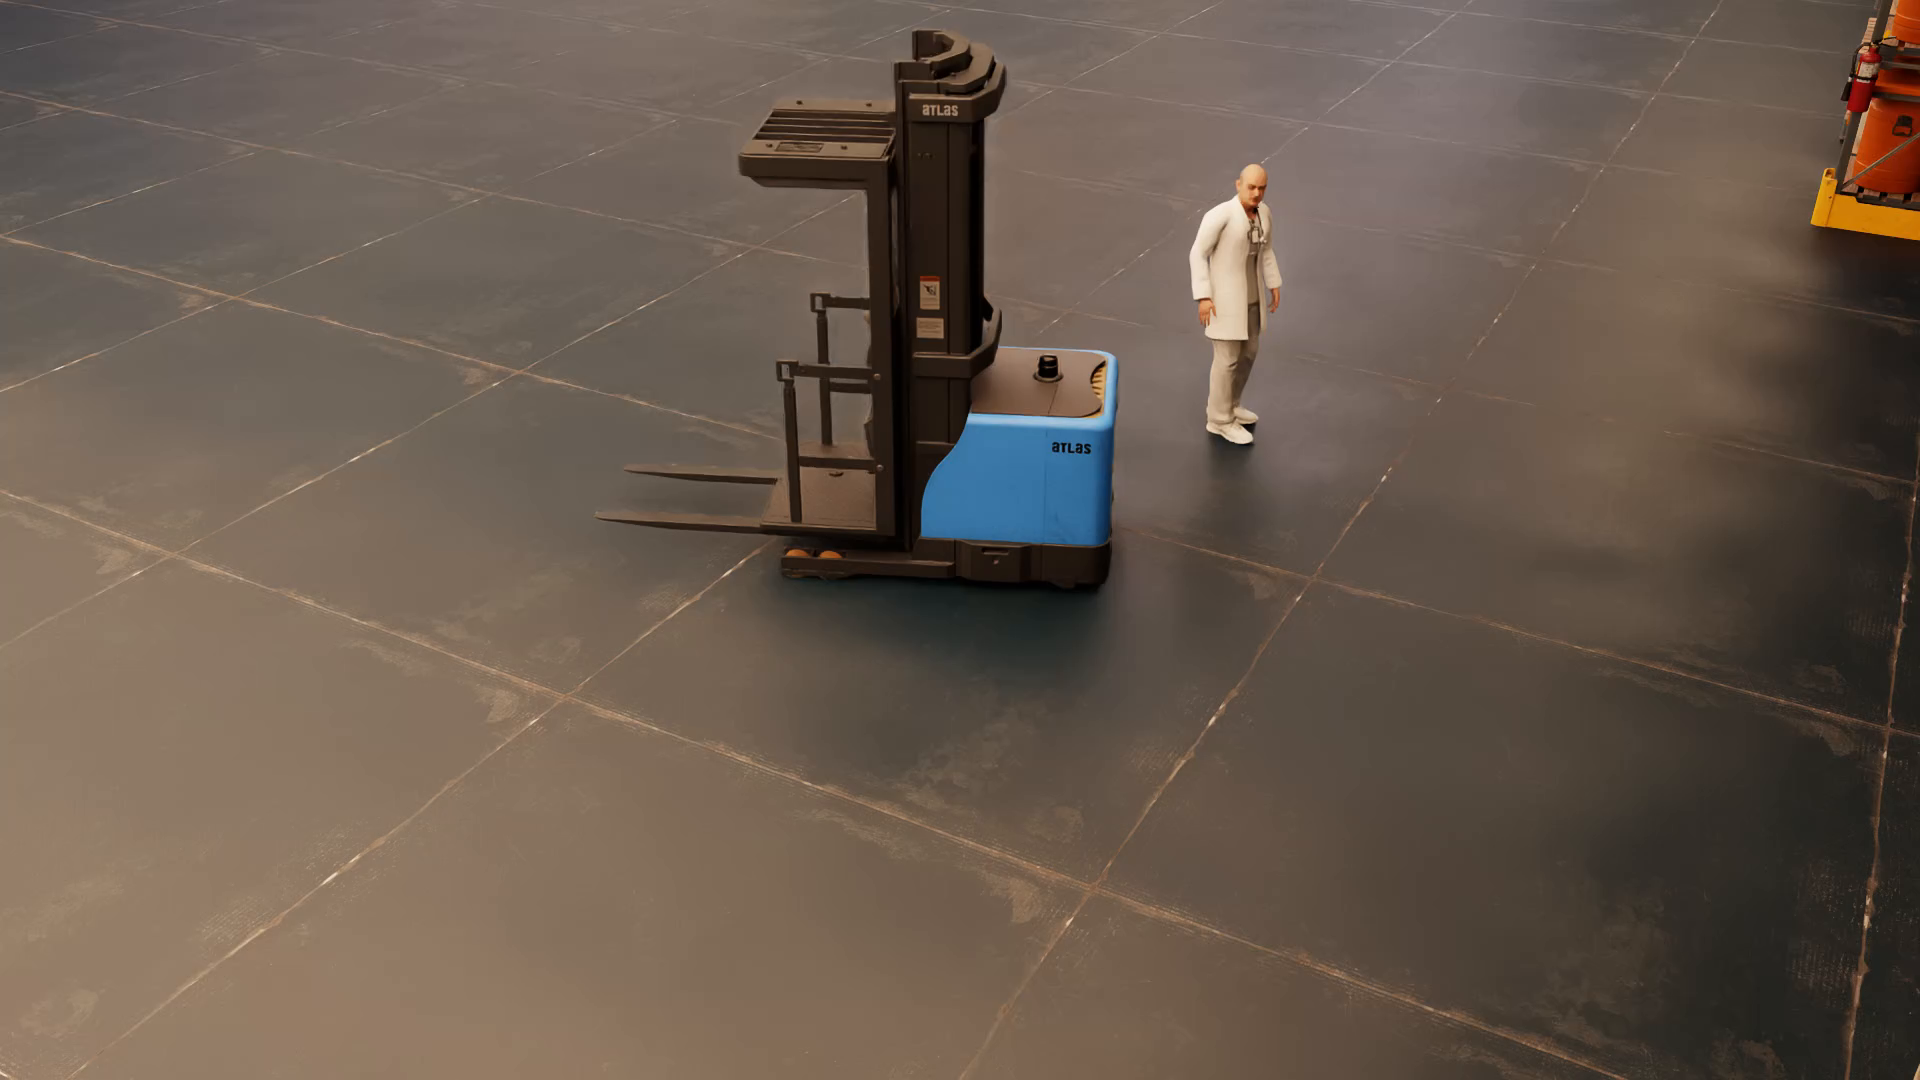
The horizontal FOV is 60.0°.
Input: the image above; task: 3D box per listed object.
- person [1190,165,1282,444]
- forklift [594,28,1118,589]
[{"bbox_3d":[1.888,-1.559,10.928,0.755,1.776,0.562,-24,38,-35],"label":"person"},{"bbox_3d":[-0.614,-1.296,9.315,3.031,2.935,1.130,3,30,5],"label":"forklift"}]
